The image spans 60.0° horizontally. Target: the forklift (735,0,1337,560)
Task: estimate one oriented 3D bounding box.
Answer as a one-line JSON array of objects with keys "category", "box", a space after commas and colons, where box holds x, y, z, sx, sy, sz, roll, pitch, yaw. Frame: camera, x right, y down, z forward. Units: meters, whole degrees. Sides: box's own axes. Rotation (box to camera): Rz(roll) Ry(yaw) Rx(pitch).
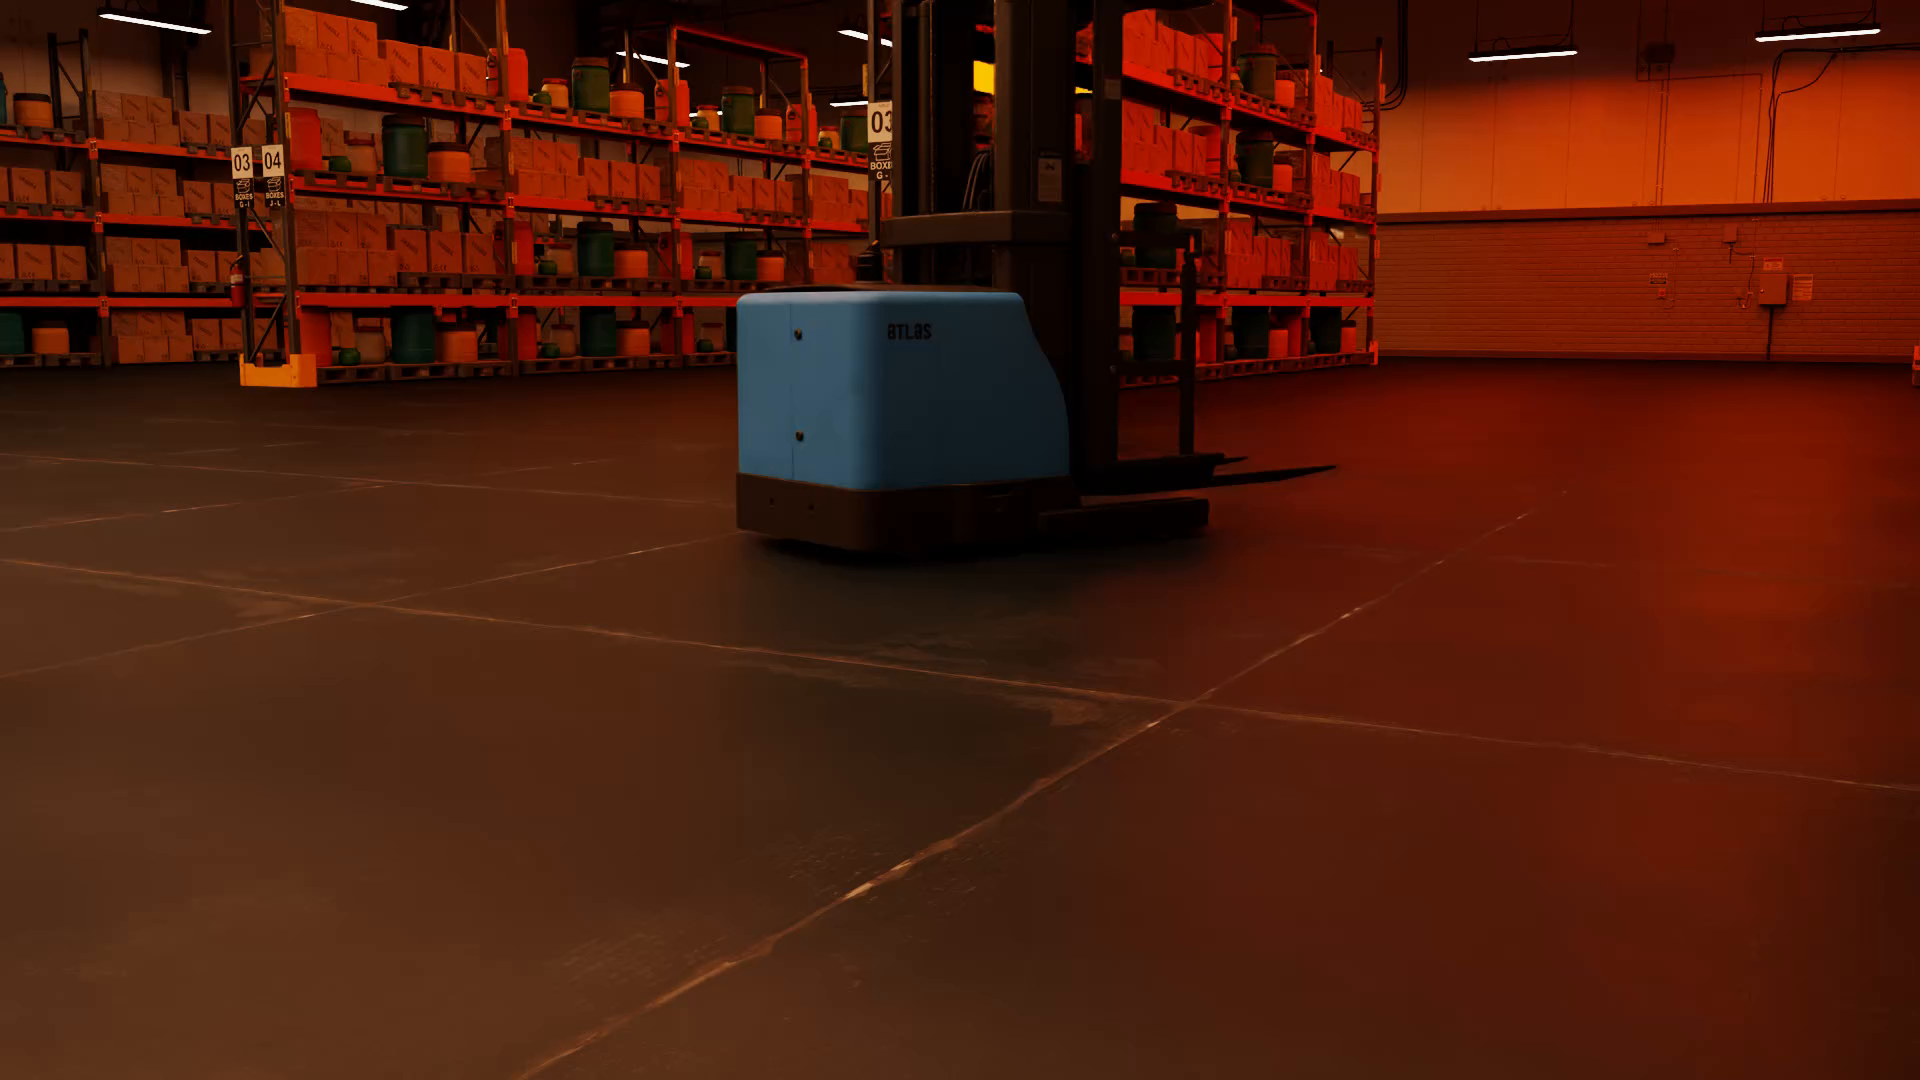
[{"category": "forklift", "box": [0.504, -1.512, 7.549, 3.031, 2.935, 1.130, -6, 10, -37]}]
